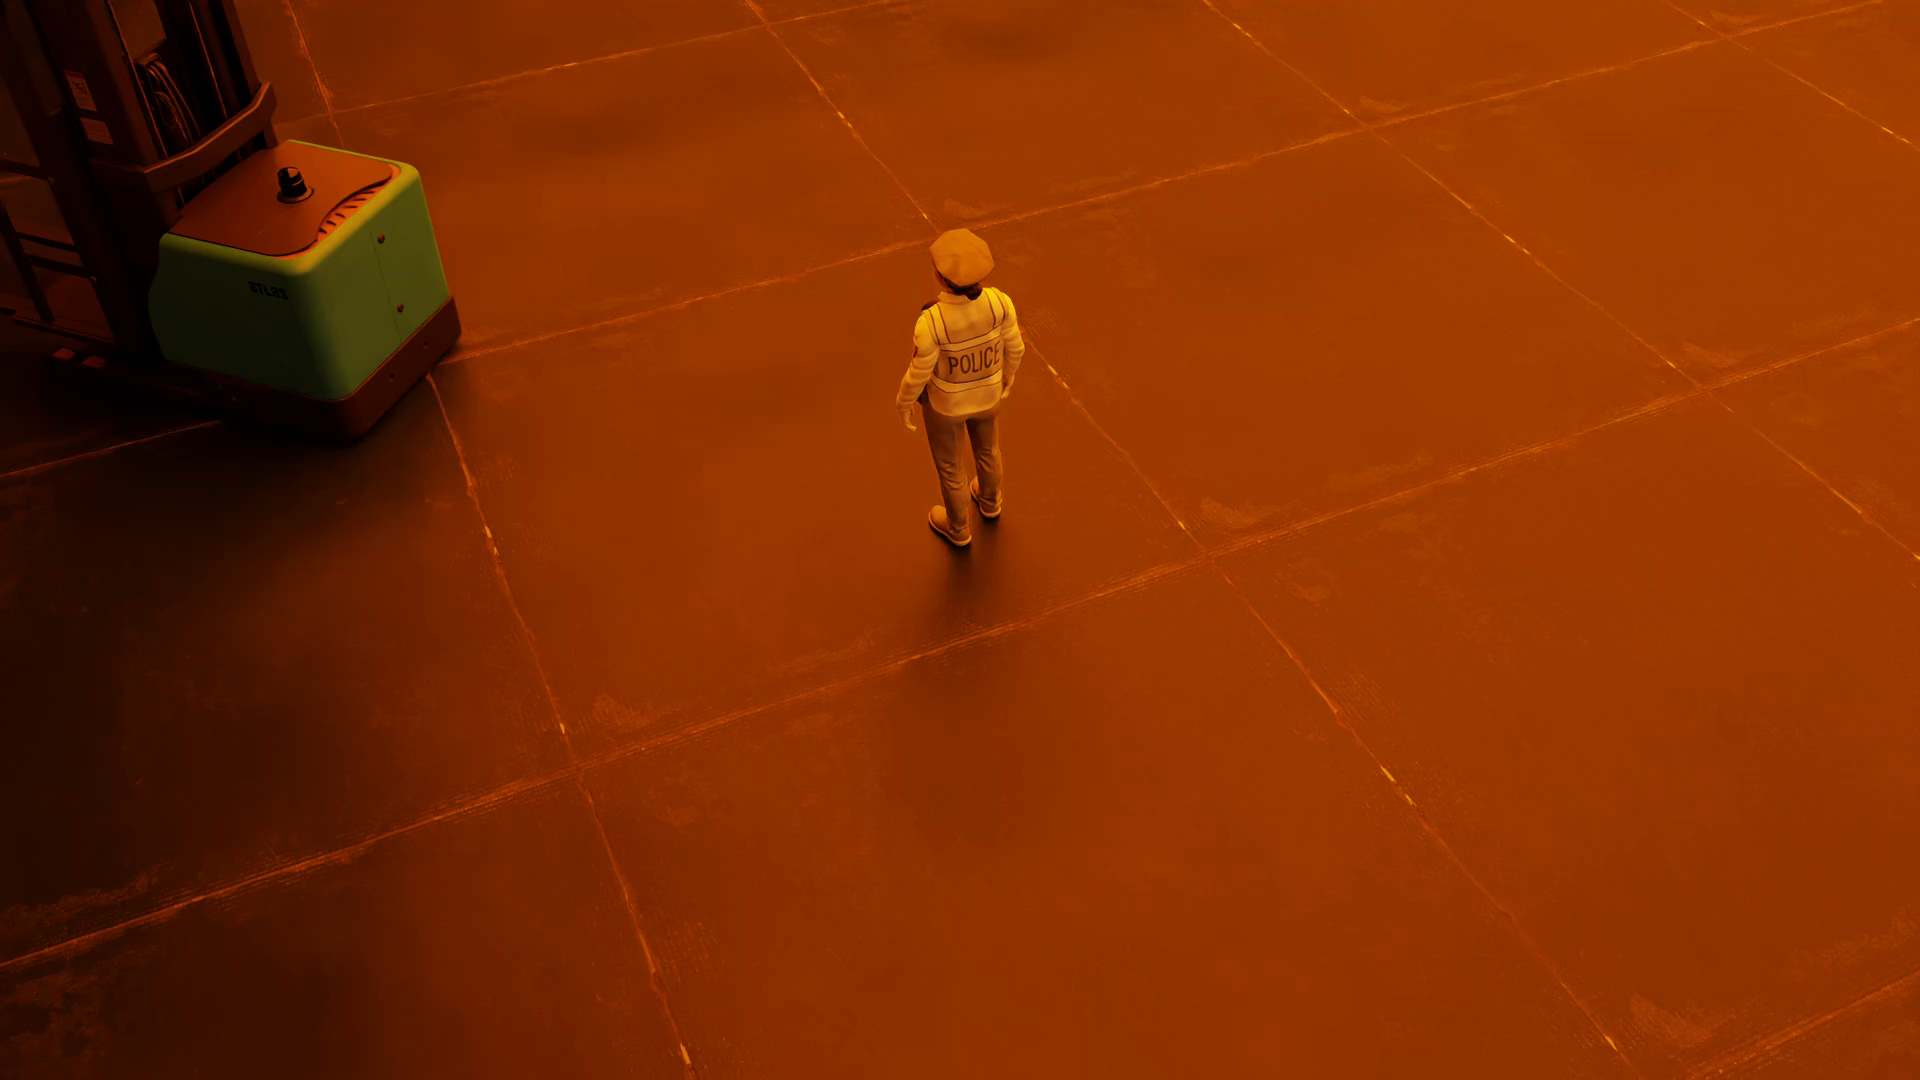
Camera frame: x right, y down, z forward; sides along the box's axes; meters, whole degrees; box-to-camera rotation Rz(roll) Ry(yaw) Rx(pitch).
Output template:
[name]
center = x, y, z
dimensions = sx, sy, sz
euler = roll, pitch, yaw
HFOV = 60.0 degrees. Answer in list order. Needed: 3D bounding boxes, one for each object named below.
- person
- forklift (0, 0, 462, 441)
[person]
center = -0.023, -0.669, 7.293
dimensions = 0.587, 1.695, 0.531
euler = -18, 46, -18
[forklift]
center = -4.242, -2.187, 8.023
dimensions = 3.031, 2.935, 1.130
euler = 14, 45, 15
